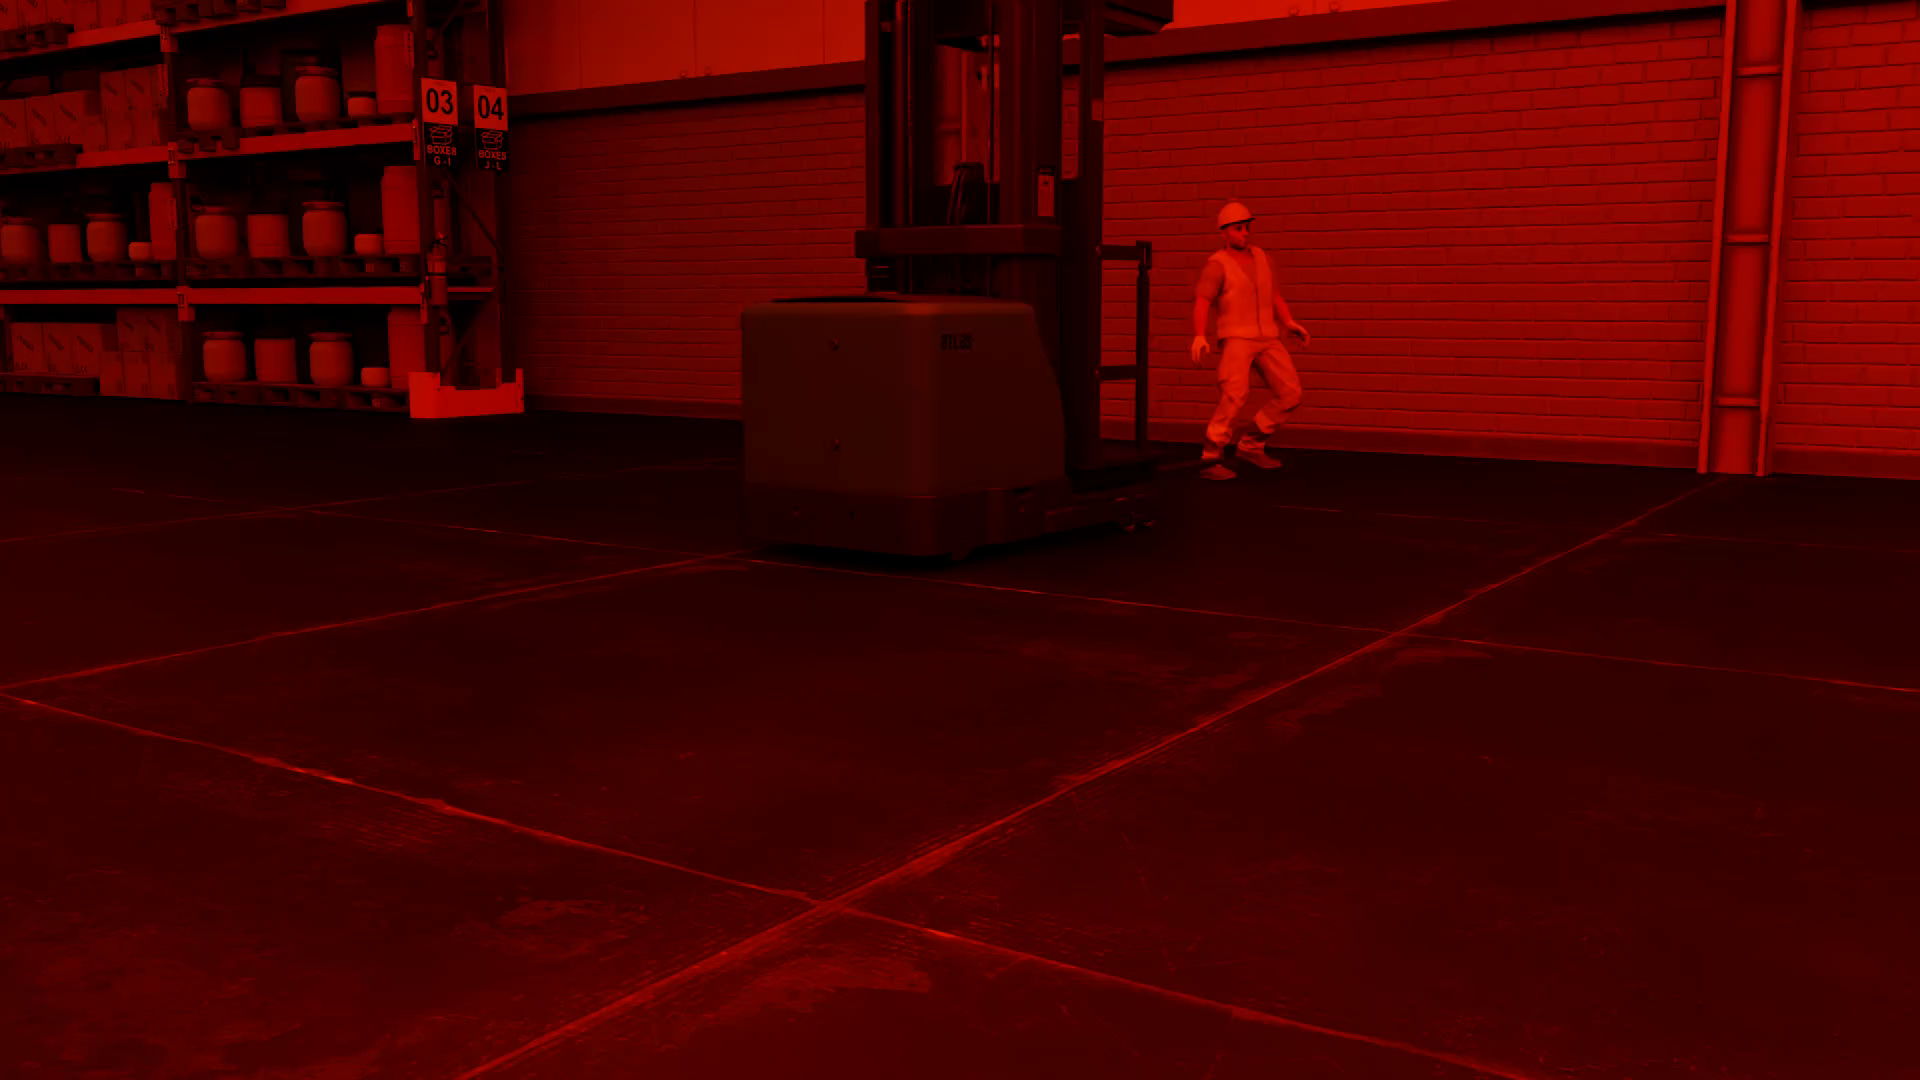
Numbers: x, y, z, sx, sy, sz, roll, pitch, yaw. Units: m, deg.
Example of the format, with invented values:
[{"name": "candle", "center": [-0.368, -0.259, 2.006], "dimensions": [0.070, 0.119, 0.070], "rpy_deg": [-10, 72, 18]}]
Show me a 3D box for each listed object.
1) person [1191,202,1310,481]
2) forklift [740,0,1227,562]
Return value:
[{"name": "person", "center": [1.733, -1.213, 10.184], "dimensions": [0.859, 1.688, 0.524], "rpy_deg": [-4, 9, -25]}, {"name": "forklift", "center": [0.314, -1.525, 7.917], "dimensions": [1.130, 2.935, 3.031], "rpy_deg": [6, 10, 35]}]
